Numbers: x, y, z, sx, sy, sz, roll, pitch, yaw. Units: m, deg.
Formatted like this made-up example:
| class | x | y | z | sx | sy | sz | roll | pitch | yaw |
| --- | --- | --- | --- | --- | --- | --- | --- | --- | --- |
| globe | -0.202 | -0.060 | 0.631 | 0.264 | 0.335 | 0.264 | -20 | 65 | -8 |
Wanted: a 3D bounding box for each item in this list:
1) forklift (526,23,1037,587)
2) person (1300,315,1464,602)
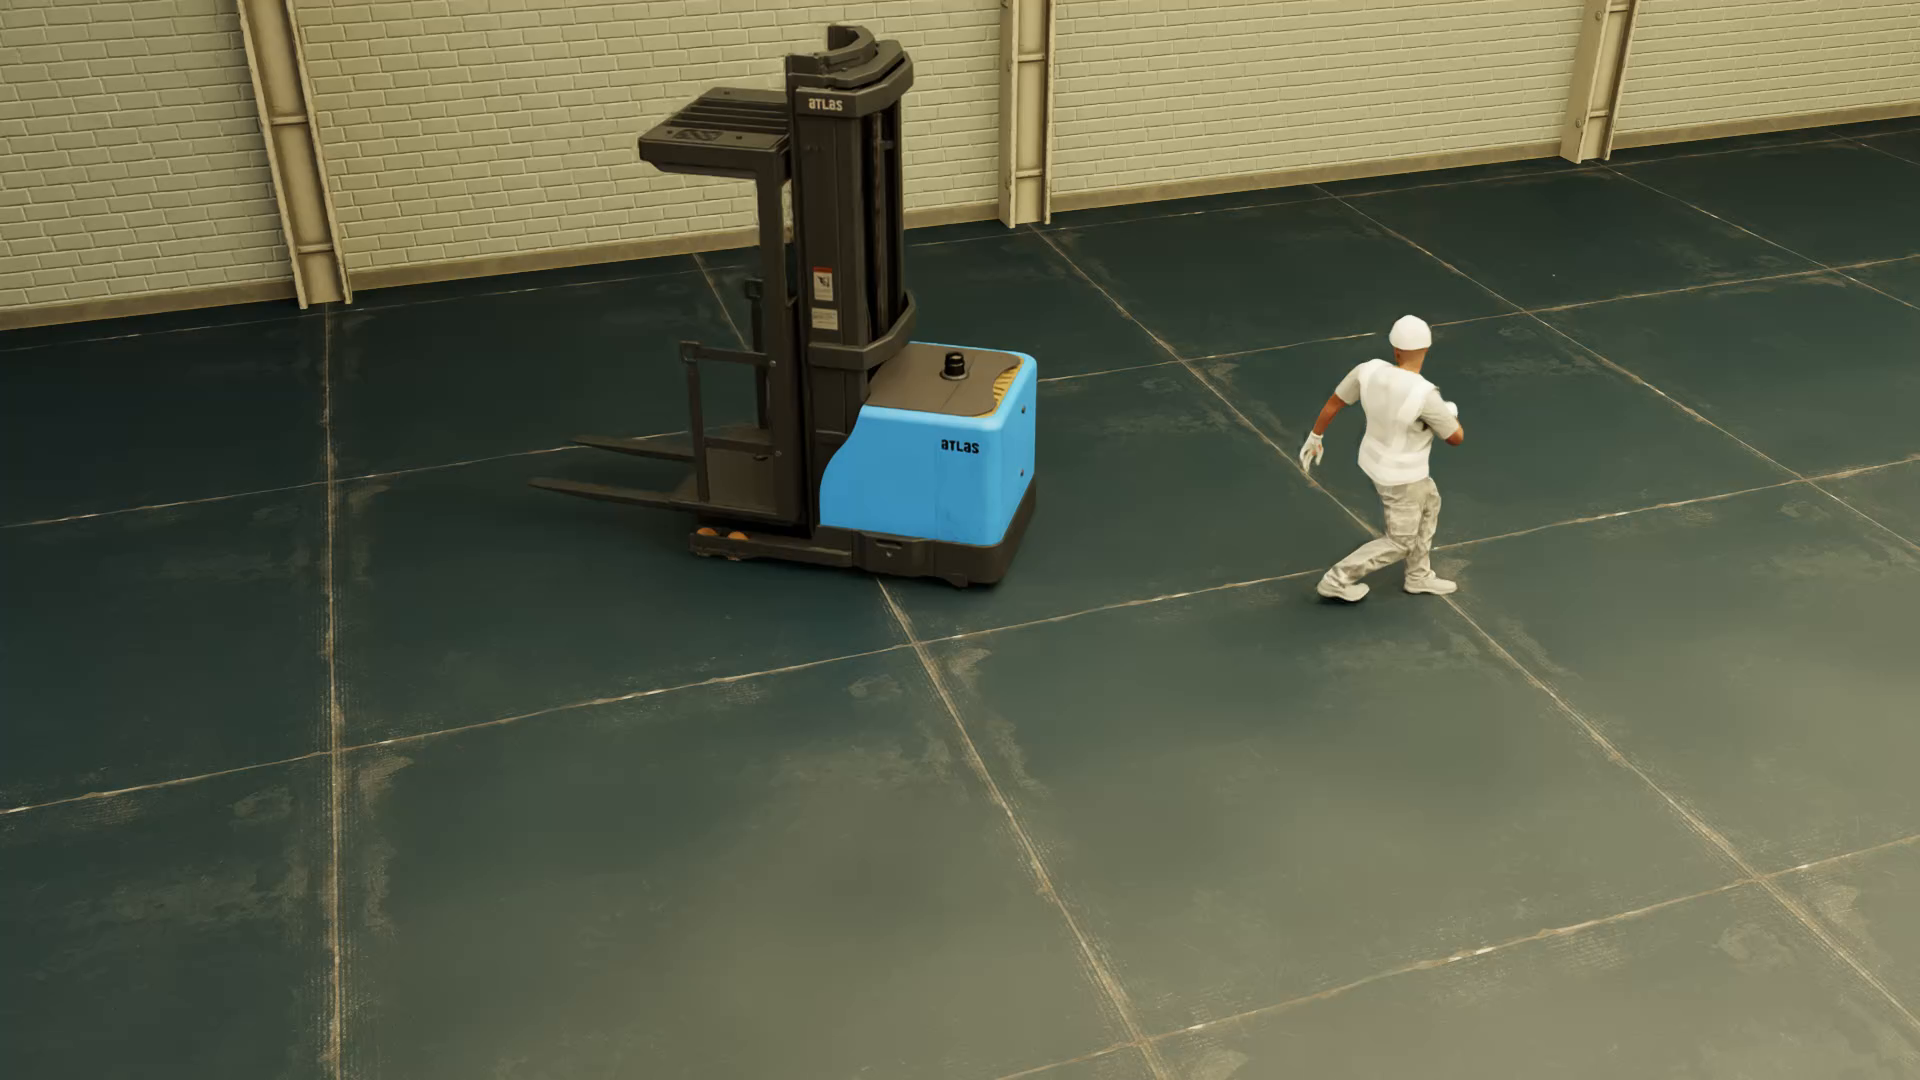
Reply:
| class | x | y | z | sx | sy | sz | roll | pitch | yaw |
| --- | --- | --- | --- | --- | --- | --- | --- | --- | --- |
| forklift | -1.110 | -1.394 | 9.509 | 3.031 | 2.935 | 1.130 | 7 | 31 | 13 |
| person | 2.381 | -0.421 | 9.089 | 0.941 | 1.691 | 0.584 | -6 | 31 | -11 |
